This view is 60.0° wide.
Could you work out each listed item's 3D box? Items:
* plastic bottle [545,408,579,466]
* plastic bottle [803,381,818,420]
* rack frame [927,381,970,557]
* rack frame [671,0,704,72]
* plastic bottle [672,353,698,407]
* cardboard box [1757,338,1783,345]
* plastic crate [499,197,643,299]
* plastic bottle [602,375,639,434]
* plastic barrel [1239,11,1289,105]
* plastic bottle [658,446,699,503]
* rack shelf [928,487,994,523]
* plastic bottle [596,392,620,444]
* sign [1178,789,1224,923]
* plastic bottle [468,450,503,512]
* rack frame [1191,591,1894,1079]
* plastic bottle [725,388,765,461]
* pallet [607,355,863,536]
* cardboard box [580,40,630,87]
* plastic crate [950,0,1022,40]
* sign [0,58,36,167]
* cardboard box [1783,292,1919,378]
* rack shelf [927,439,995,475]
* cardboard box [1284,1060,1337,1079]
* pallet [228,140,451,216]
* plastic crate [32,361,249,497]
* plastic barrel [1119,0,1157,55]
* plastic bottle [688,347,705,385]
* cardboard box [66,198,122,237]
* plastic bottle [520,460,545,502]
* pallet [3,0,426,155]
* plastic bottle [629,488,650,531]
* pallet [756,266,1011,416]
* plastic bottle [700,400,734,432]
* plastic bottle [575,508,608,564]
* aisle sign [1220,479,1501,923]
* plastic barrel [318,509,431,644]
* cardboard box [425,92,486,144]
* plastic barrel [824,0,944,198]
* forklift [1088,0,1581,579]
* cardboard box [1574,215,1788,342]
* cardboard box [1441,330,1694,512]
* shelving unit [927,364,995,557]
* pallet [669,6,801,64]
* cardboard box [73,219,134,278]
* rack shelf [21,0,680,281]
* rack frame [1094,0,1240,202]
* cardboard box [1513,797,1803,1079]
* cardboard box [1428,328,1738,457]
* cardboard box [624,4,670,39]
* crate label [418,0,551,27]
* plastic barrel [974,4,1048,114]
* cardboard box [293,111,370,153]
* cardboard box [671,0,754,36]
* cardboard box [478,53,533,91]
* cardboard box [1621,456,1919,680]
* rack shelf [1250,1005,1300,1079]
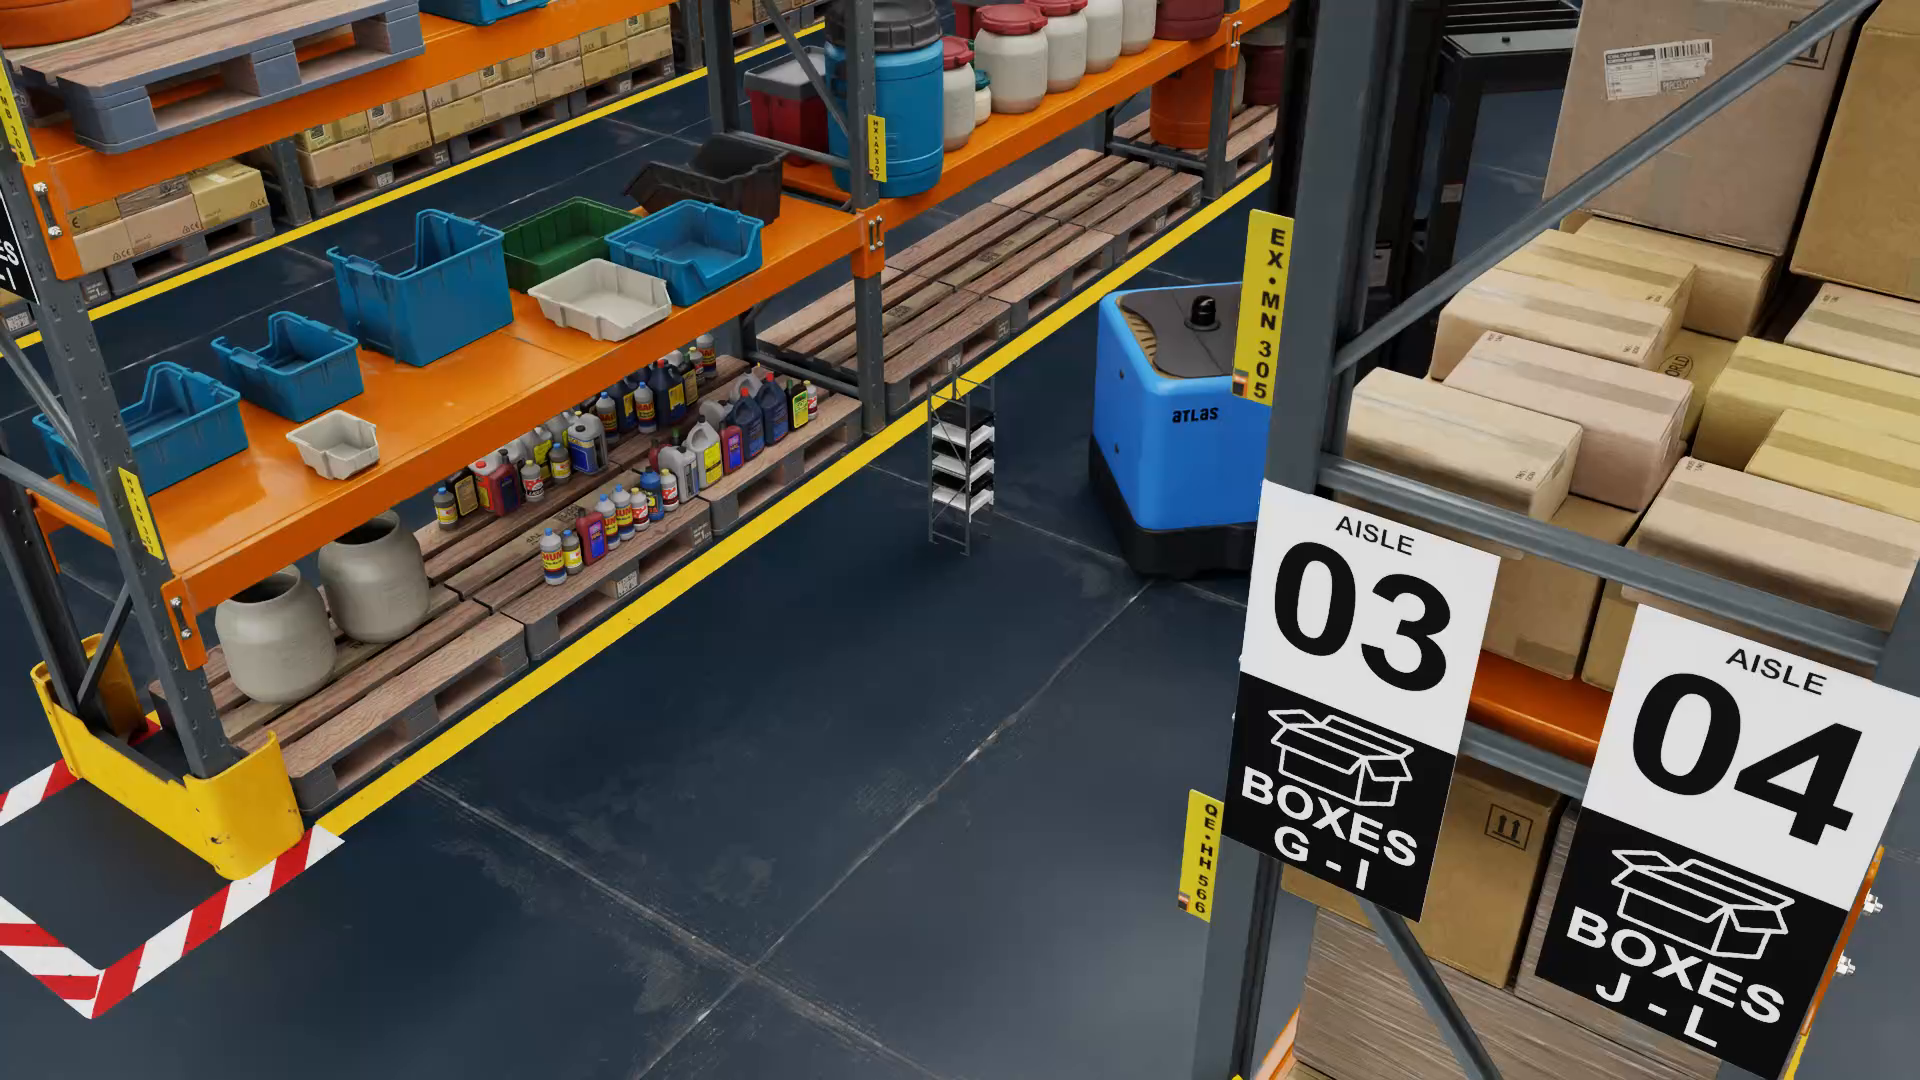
[{"bbox_3d":[-2.004,-0.552,8.361,0.144,0.351,0.185,21,39,28],"label":"plastic bottle"},{"bbox_3d":[-0.804,-0.745,8.779,0.097,0.201,0.097,0,34,0],"label":"plastic bottle"},{"bbox_3d":[-0.053,-0.330,7.934,0.240,0.900,0.006,21,39,28],"label":"rack frame"},{"bbox_3d":[-2.639,-5.413,13.577,1.000,3.000,0.127,21,39,28],"label":"rack frame"},{"bbox_3d":[-1.469,-0.848,8.858,0.061,0.283,0.133,21,39,28],"label":"plastic bottle"},{"bbox_3d":[1.712,-0.125,3.213,0.500,0.250,0.500,20,39,27],"label":"cardboard box"},{"bbox_3d":[-1.859,-1.366,7.782,0.450,0.188,0.662,21,39,28],"label":"plastic crate"},{"bbox_3d":[-1.761,-0.748,8.650,0.144,0.351,0.185,20,39,26],"label":"plastic bottle"},{"bbox_3d":[2.337,-3.755,12.902,0.600,0.588,0.708,21,39,28],"label":"plastic barrel"},{"bbox_3d":[-1.373,-0.344,8.119,0.152,0.276,0.135,22,40,29],"label":"plastic bottle"},{"bbox_3d":[0.005,-0.200,8.123,0.258,0.077,0.200,21,39,28],"label":"rack shelf"},{"bbox_3d":[-1.815,-0.635,8.554,0.097,0.271,0.097,0,34,0],"label":"plastic bottle"},{"bbox_3d":[0.491,0.637,3.314,0.100,0.325,0.005,21,39,28],"label":"sign"},{"bbox_3d":[-2.280,-0.294,8.046,0.152,0.276,0.135,22,40,29],"label":"plastic bottle"},{"bbox_3d":[0.935,1.434,3.451,1.000,3.000,0.127,21,39,28],"label":"rack frame"},{"bbox_3d":[-1.093,-0.597,8.427,0.144,0.351,0.185,19,39,26],"label":"plastic bottle"},{"bbox_3d":[-1.270,-0.538,8.857,1.003,0.211,1.213,21,39,28],"label":"pallet"},{"bbox_3d":[-3.030,-3.890,13.404,0.500,0.250,0.500,21,39,28],"label":"cardboard box"},{"bbox_3d":[0.255,-3.210,10.262,0.402,0.464,0.583,21,39,28],"label":"plastic crate"},{"bbox_3d":[-2.684,-1.216,4.685,0.100,0.325,0.005,21,39,28],"label":"sign"},{"bbox_3d":[1.766,-0.311,3.132,0.380,0.149,0.250,23,40,30],"label":"cardboard box"},{"bbox_3d":[0.005,-0.423,7.972,0.258,0.077,0.200,21,39,28],"label":"rack shelf"},{"bbox_3d":[0.928,1.341,3.813,0.380,0.149,0.250,21,39,28],"label":"cardboard box"},{"bbox_3d":[-4.532,-2.769,12.156,1.003,0.211,1.213,21,39,28],"label":"pallet"},{"bbox_3d":[-3.094,-0.412,6.314,0.499,0.251,0.616,21,39,28],"label":"plastic crate"},{"bbox_3d":[1.017,-3.334,10.403,0.421,0.512,0.421,0,34,0],"label":"plastic barrel"},{"bbox_3d":[-1.452,-0.958,9.094,0.097,0.201,0.097,0,34,0],"label":"plastic bottle"},{"bbox_3d":[-5.581,-2.177,10.202,0.500,0.500,0.500,21,39,28],"label":"cardboard box"},{"bbox_3d":[-2.088,-0.296,8.115,0.097,0.201,0.097,0,34,0],"label":"plastic bottle"},{"bbox_3d":[-2.581,-1.661,5.520,1.003,0.211,1.213,21,39,28],"label":"pallet"},{"bbox_3d":[-1.535,-0.155,7.907,0.097,0.201,0.097,0,34,0],"label":"plastic bottle"},{"bbox_3d":[-0.437,-1.207,9.847,1.003,0.211,1.213,21,39,28],"label":"pallet"},{"bbox_3d":[-1.229,-0.601,8.500,0.152,0.276,0.135,21,39,28],"label":"plastic bottle"},{"bbox_3d":[-1.700,-0.038,7.660,0.061,0.283,0.133,22,40,29],"label":"plastic bottle"},{"bbox_3d":[0.654,0.290,2.823,0.394,0.787,0.004,21,39,28],"label":"aisle sign"},{"bbox_3d":[-2.535,0.151,7.195,0.421,0.512,0.421,0,34,0],"label":"plastic barrel"},{"bbox_3d":[-3.901,-3.188,12.366,0.500,0.250,0.500,20,39,27],"label":"cardboard box"},{"bbox_3d":[-0.384,-2.277,8.492,0.600,0.901,0.708,21,39,28],"label":"plastic barrel"},{"bbox_3d":[2.232,-1.416,7.727,3.031,2.935,1.130,-6,34,-8],"label":"forklift"},{"bbox_3d":[1.515,-0.579,3.529,0.380,0.149,0.250,22,40,29],"label":"cardboard box"},{"bbox_3d":[1.082,-0.221,2.999,0.380,0.149,0.250,20,39,27],"label":"cardboard box"},{"bbox_3d":[0.005,-0.376,8.003,0.258,0.900,0.210,21,39,28],"label":"shelving unit"},{"bbox_3d":[-2.182,-4.590,14.848,1.003,0.211,1.213,21,39,28],"label":"pallet"},{"bbox_3d":[-5.571,-1.862,10.406,0.500,0.250,0.500,21,39,28],"label":"cardboard box"},{"bbox_3d":[-1.993,-2.013,6.513,1.077,0.370,4.000,21,39,28],"label":"rack shelf"},{"bbox_3d":[1.428,-3.829,11.235,1.000,3.000,0.127,21,39,28],"label":"rack frame"},{"bbox_3d":[1.473,0.689,3.305,0.500,0.500,0.500,21,39,28],"label":"cardboard box"},{"bbox_3d":[1.284,-0.280,3.442,0.500,0.250,0.500,22,40,28],"label":"cardboard box"},{"bbox_3d":[-2.735,-4.361,13.600,0.500,0.311,0.500,22,40,29],"label":"cardboard box"},{"bbox_3d":[-1.795,-2.084,6.110,0.502,0.251,0.408,21,39,28],"label":"crate label"},{"bbox_3d":[0.291,-2.753,9.521,0.433,0.535,0.433,0,34,0],"label":"plastic barrel"},{"bbox_3d":[-4.480,-2.950,11.514,0.500,0.311,0.500,21,40,28],"label":"cardboard box"},{"bbox_3d":[-2.145,-4.678,14.329,0.500,0.500,0.500,23,40,30],"label":"cardboard box"},{"bbox_3d":[-3.604,-3.658,12.561,0.500,0.311,0.500,22,40,29],"label":"cardboard box"},{"bbox_3d":[1.282,0.036,2.620,0.380,0.149,0.250,21,39,28],"label":"cardboard box"},{"bbox_3d":[2.076,0.812,5.014,1.077,0.370,4.000,21,39,28],"label":"rack shelf"}]
